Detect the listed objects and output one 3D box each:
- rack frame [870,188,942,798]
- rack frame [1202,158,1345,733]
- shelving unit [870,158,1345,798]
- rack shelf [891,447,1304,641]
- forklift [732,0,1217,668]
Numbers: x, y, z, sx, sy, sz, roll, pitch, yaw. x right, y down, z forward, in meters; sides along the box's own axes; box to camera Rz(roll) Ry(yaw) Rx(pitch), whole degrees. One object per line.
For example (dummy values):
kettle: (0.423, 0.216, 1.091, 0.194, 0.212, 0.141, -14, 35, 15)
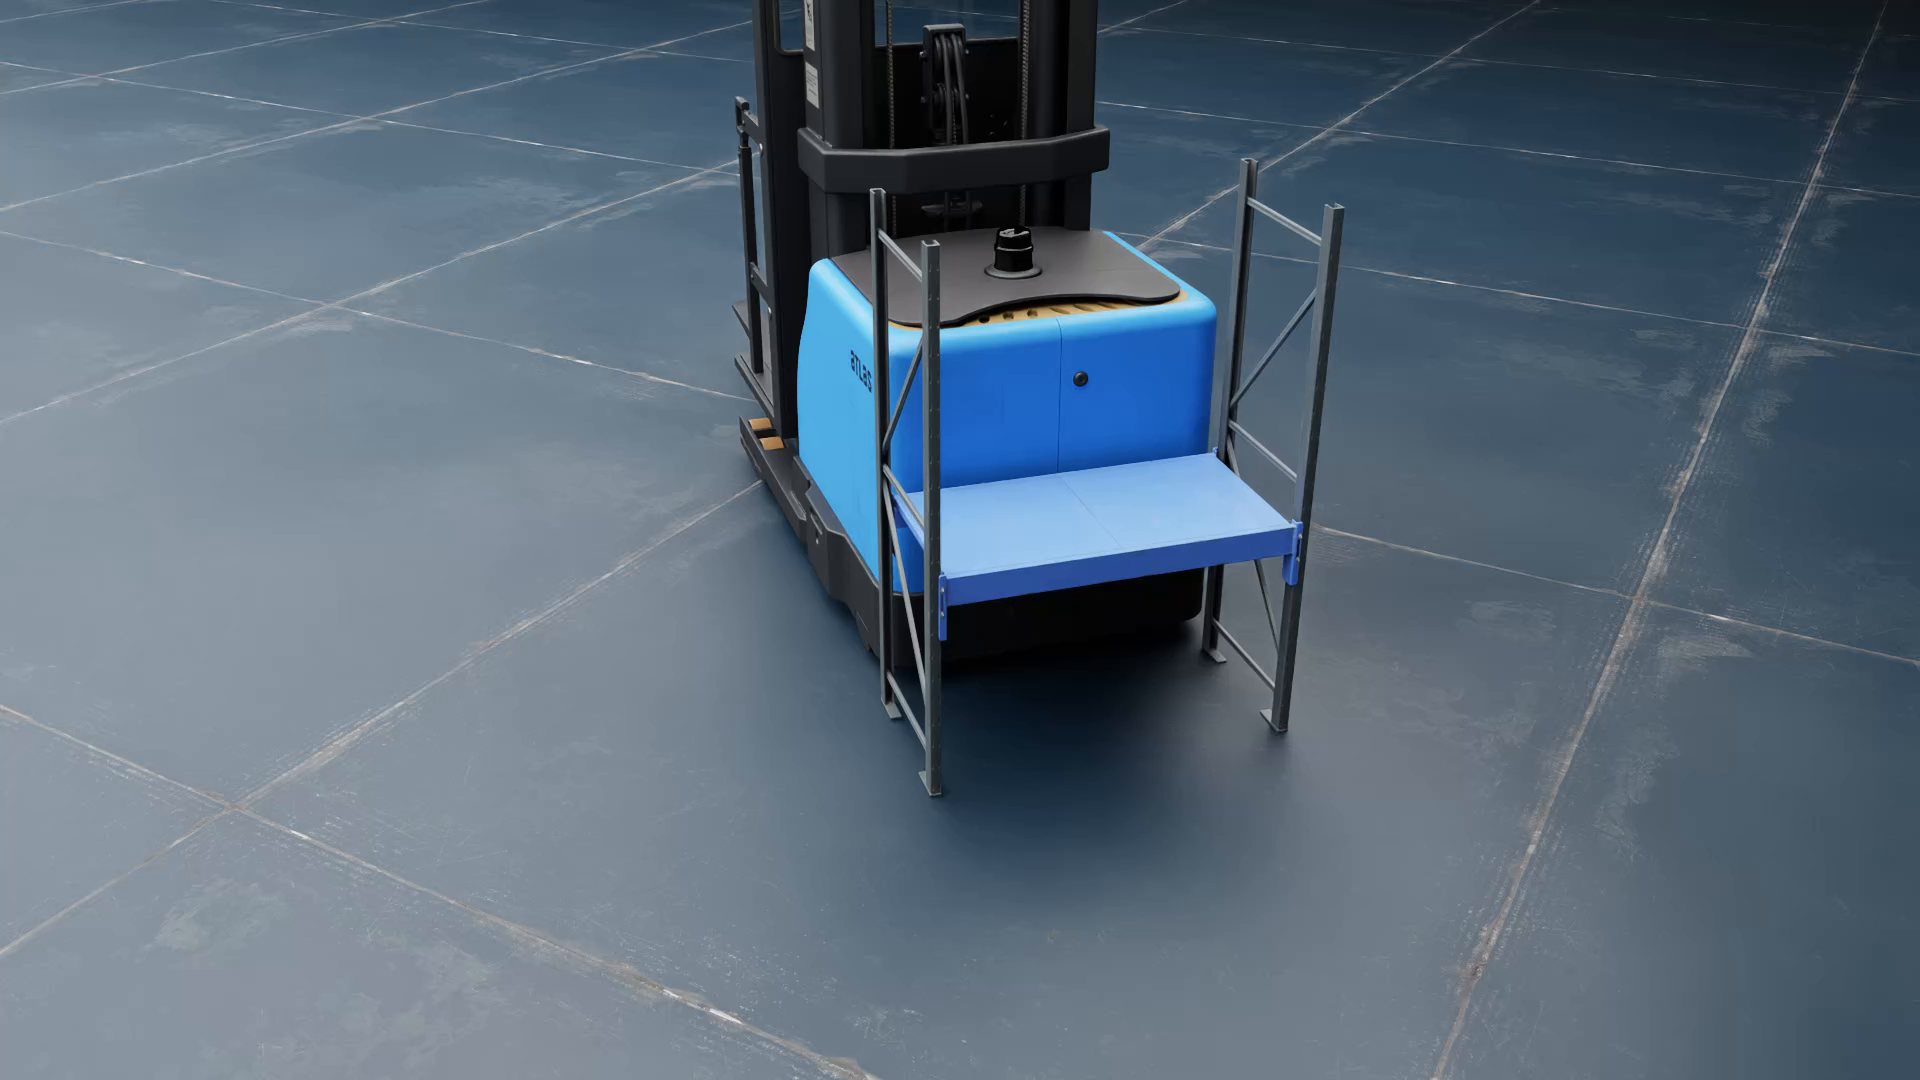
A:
rack frame: (-0.137, -0.098, 4.265, 0.032, 1.500, 0.500, -8, 28, -16)
rack frame: (0.832, -0.236, 4.541, 0.032, 1.500, 0.500, -8, 28, -16)
shelving unit: (0.348, -0.167, 4.403, 1.048, 1.500, 0.538, -8, 28, -16)
rack shelf: (0.347, -0.007, 4.485, 1.000, 0.185, 0.538, -8, 28, -16)
forklift: (-0.201, -1.578, 5.628, 1.130, 2.935, 3.031, -9, 28, -17)
